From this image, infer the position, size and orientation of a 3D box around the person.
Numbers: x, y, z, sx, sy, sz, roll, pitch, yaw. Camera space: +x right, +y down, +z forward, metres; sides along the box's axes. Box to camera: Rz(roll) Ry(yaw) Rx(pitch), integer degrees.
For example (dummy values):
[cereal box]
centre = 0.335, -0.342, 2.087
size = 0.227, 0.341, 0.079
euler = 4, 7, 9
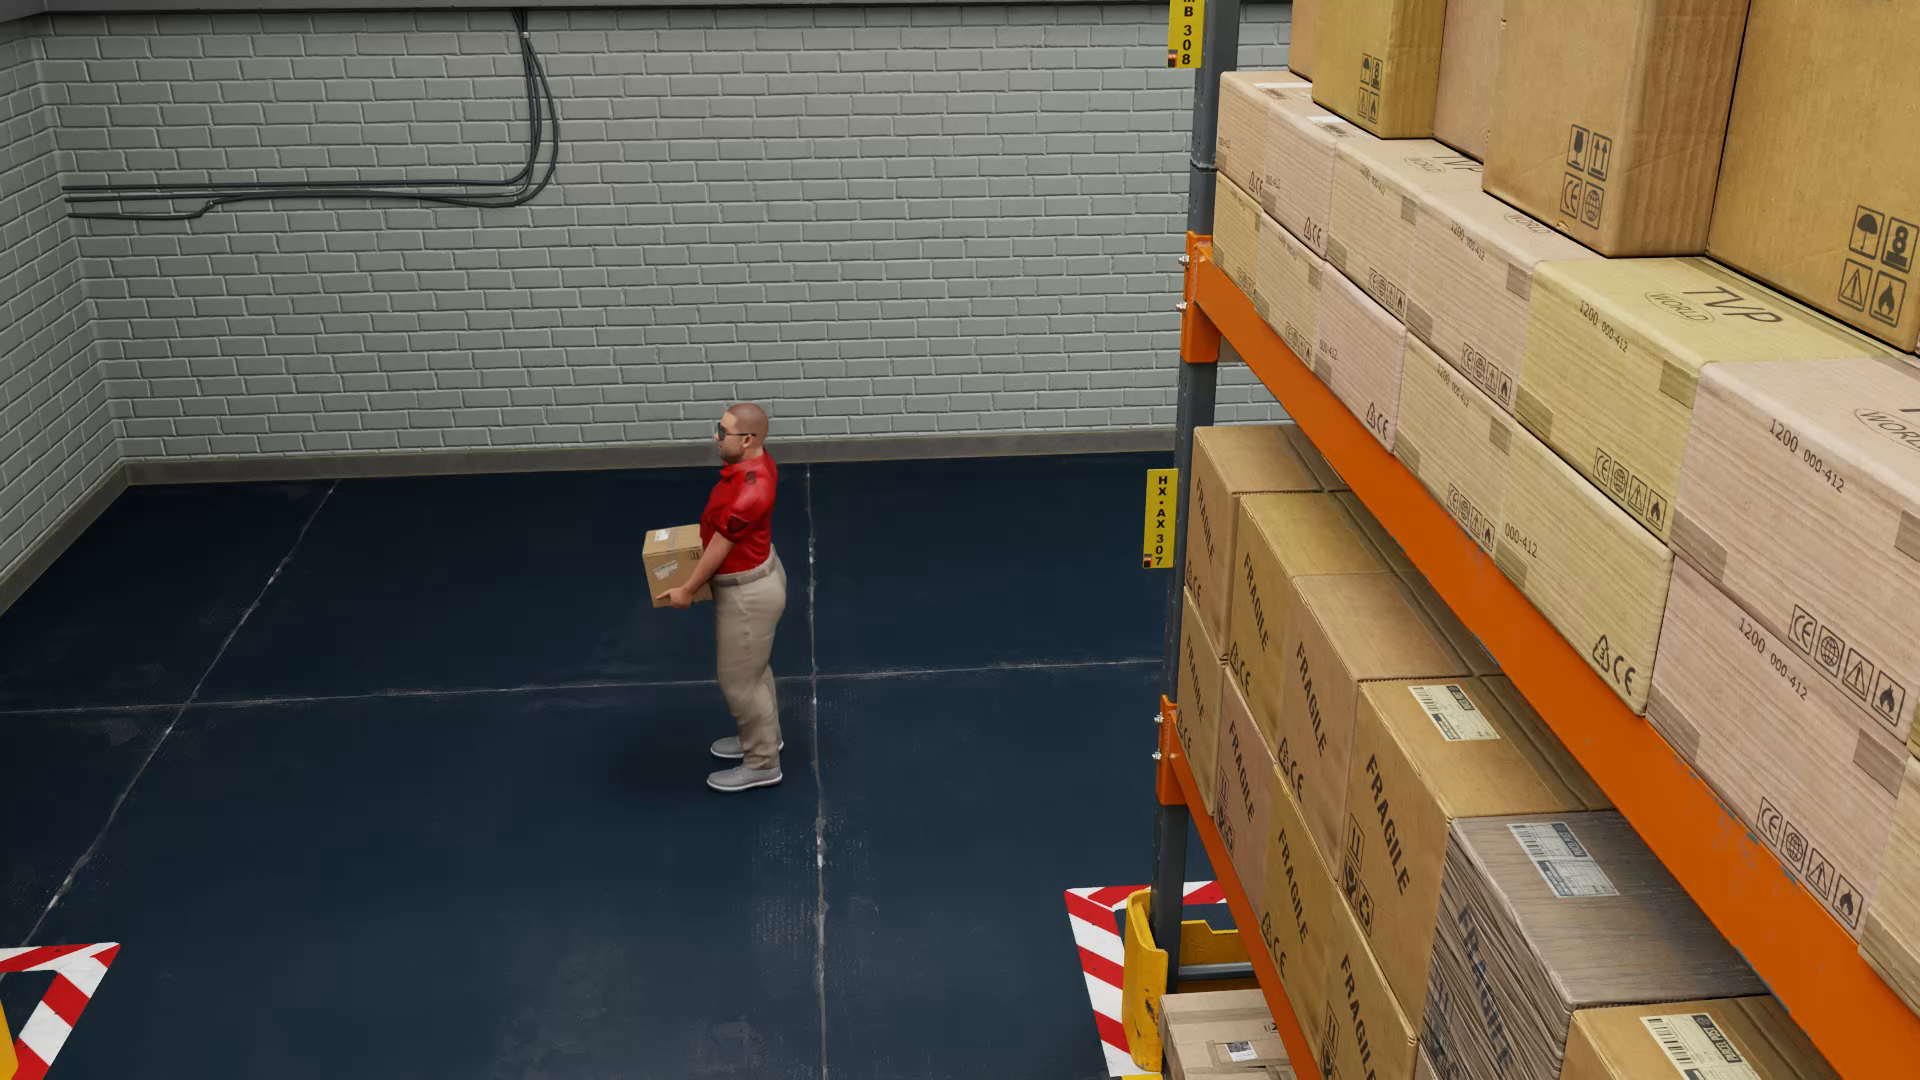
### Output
[person]
centre = -1.009, 0.241, 7.083
size = 0.540, 1.722, 0.490
euler = -2, 24, -5
